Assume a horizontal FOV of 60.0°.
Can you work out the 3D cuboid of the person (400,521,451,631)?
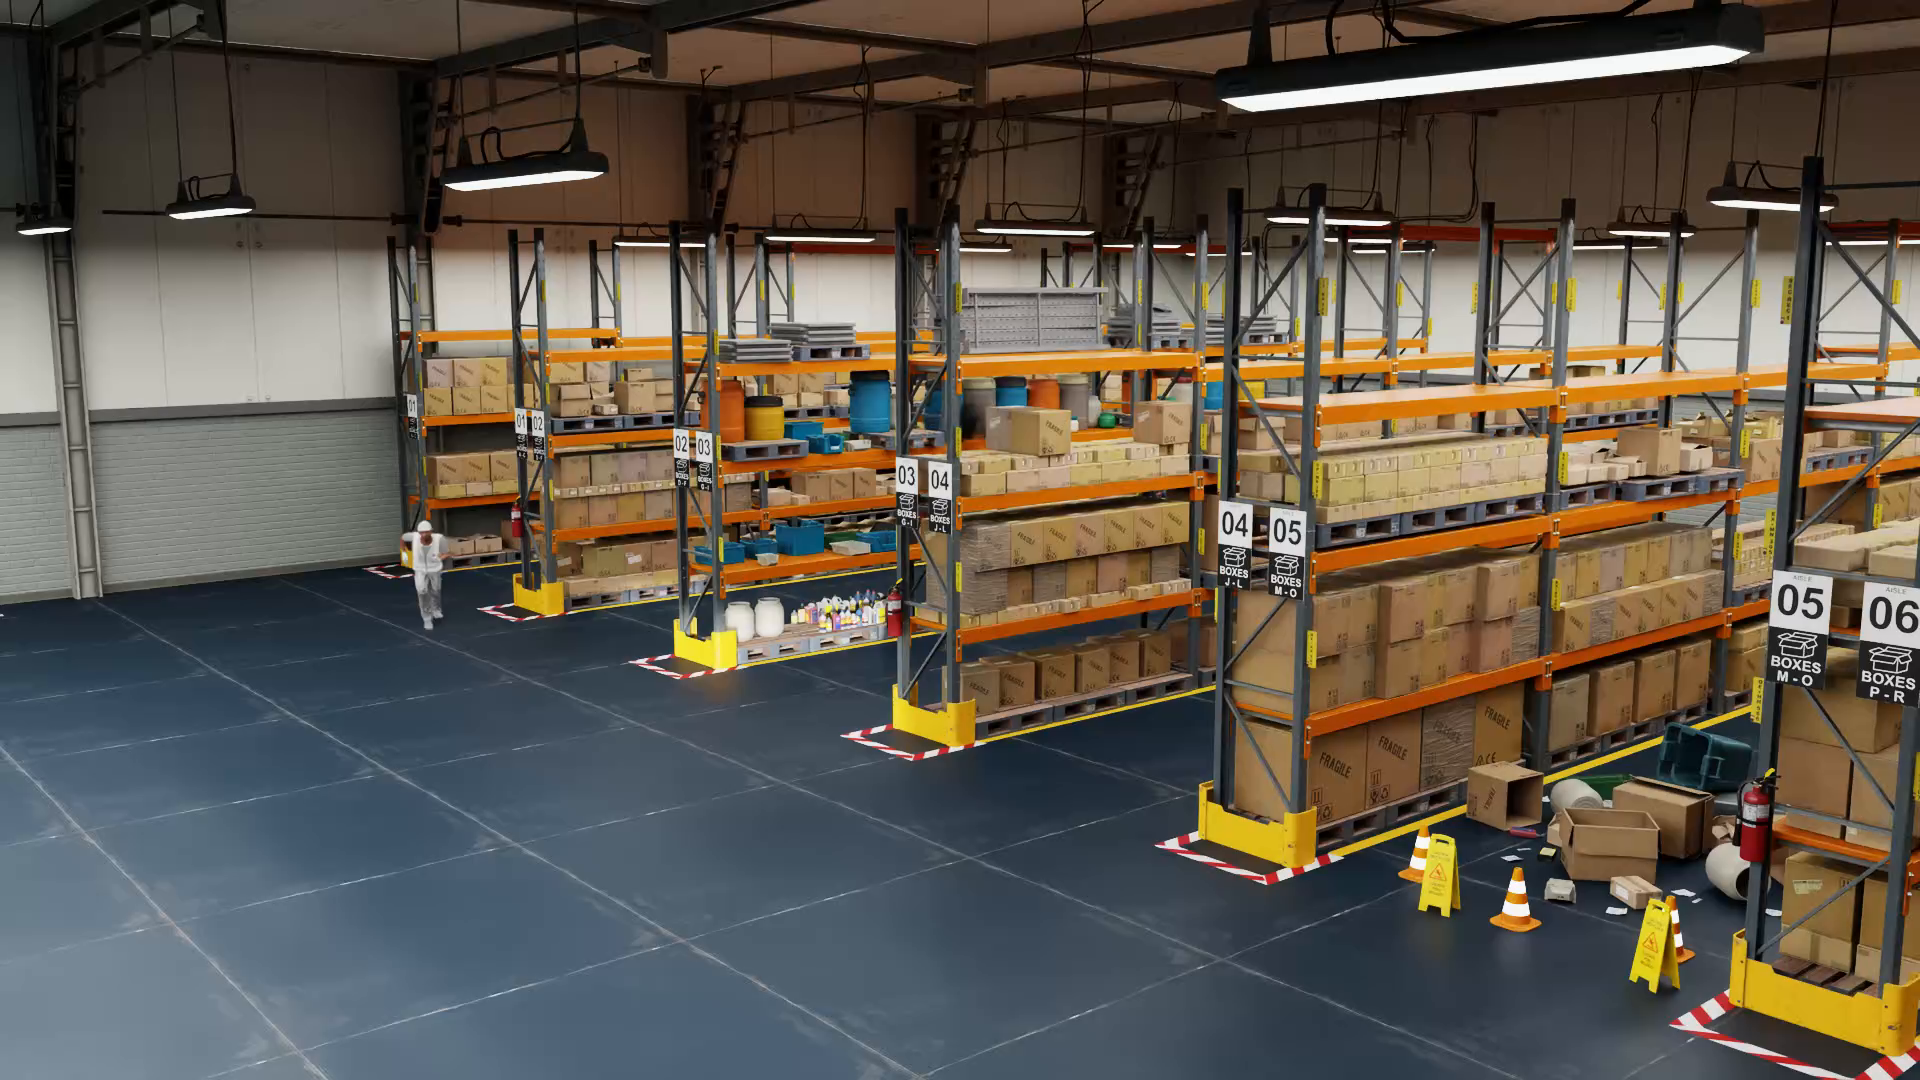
[{"bbox_3d":[-8.058,0.511,25.168,0.735,1.719,1.013,-2,9,-12],"label":"person"}]

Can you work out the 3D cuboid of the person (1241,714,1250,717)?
[{"bbox_3d":[3.688,1.360,19.941,1.029,1.516,0.611,-7,11,-39],"label":"person"}]

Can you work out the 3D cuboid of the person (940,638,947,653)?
[{"bbox_3d":[0.118,0.680,23.660,0.688,1.787,0.938,6,10,32],"label":"person"}]
